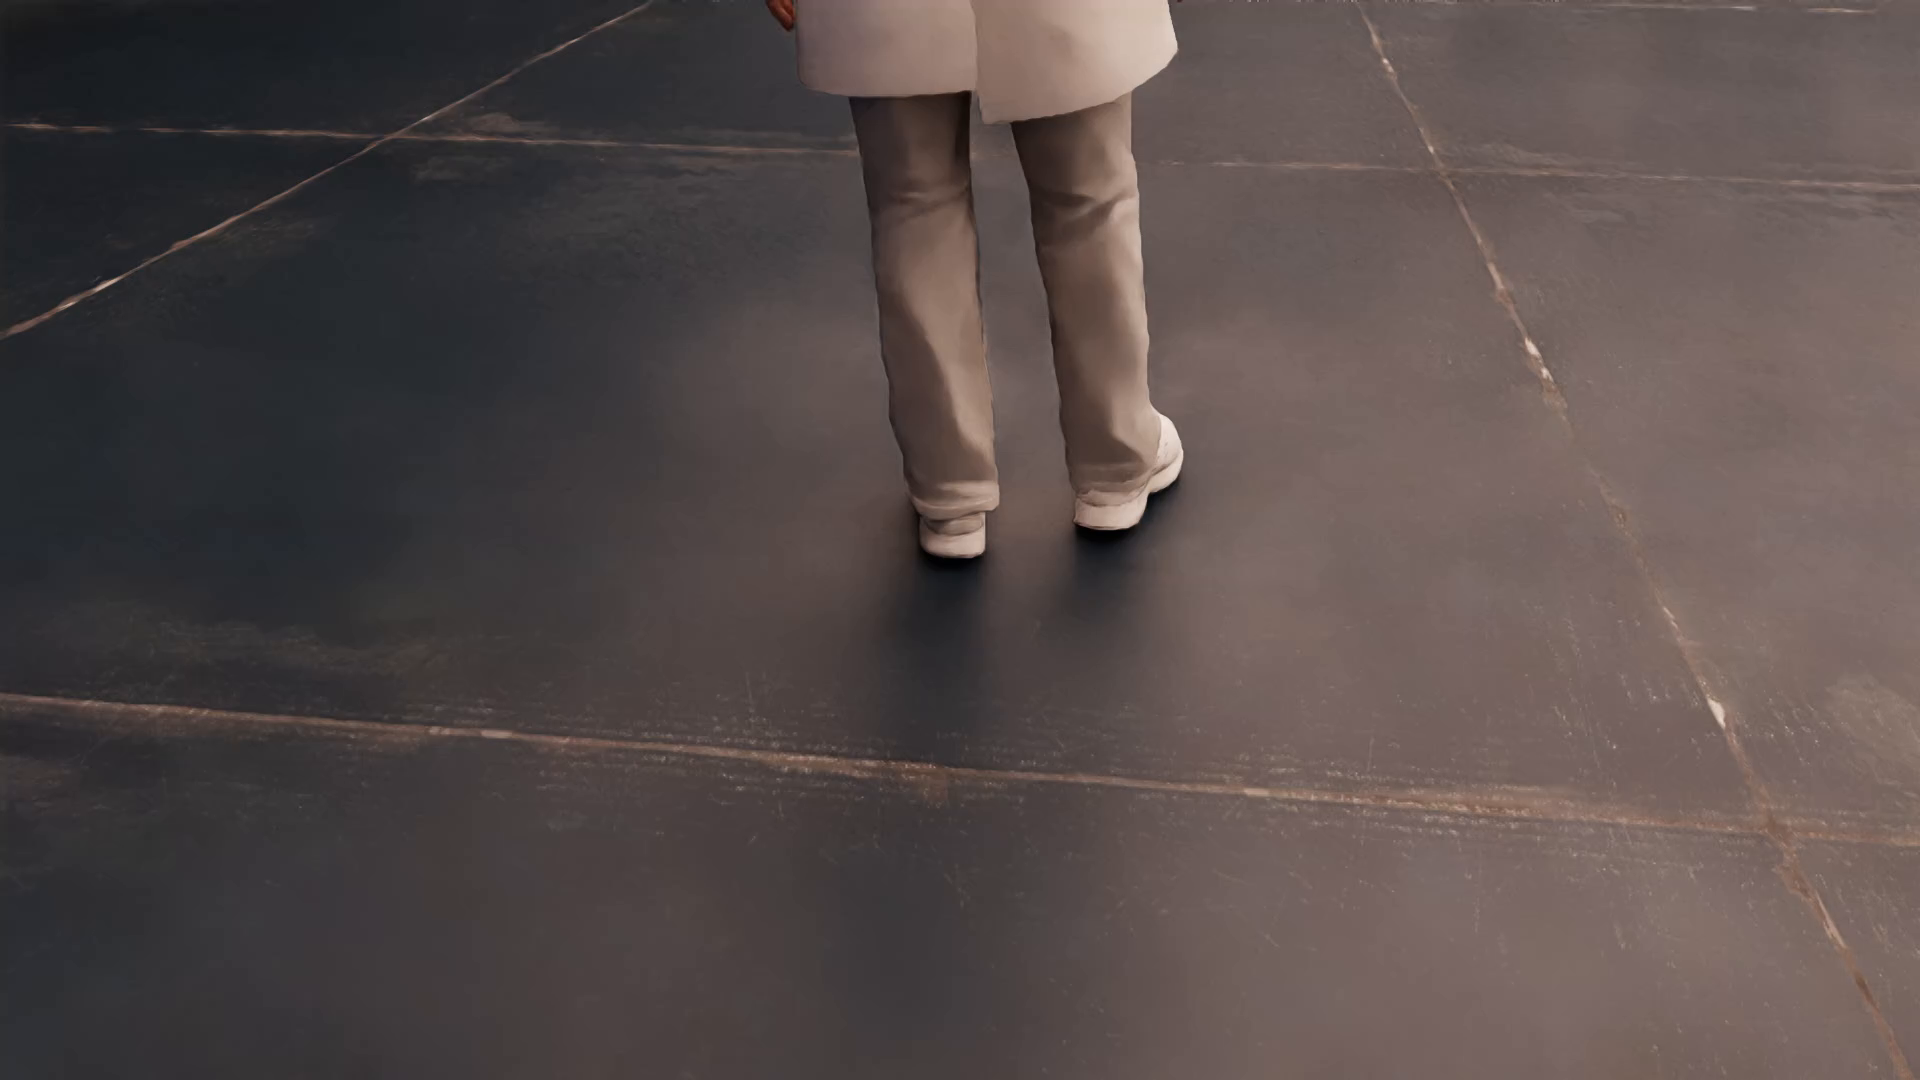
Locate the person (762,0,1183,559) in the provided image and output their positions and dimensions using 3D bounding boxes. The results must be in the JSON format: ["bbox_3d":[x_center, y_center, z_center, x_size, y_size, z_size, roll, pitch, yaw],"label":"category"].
[{"bbox_3d":[0.022,-0.842,2.180,0.684,1.776,0.579,3,27,7],"label":"person"}]
